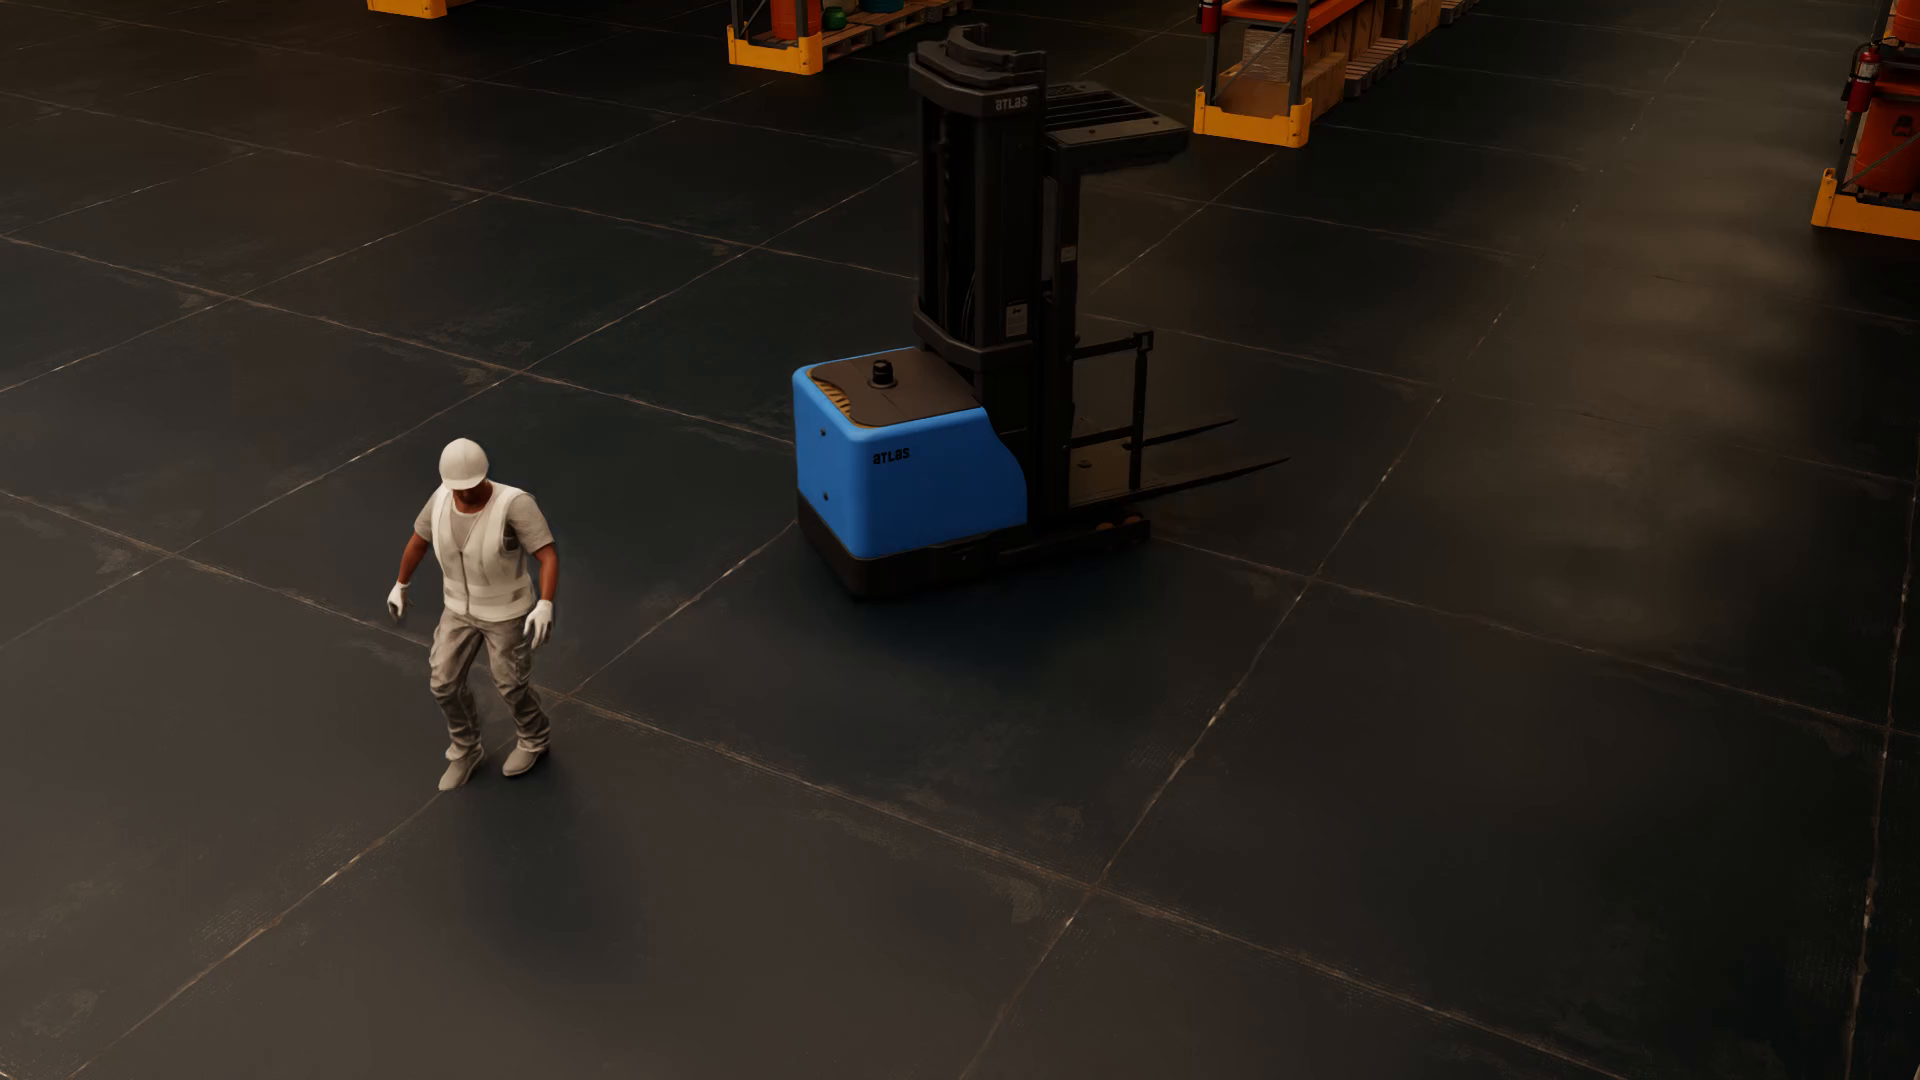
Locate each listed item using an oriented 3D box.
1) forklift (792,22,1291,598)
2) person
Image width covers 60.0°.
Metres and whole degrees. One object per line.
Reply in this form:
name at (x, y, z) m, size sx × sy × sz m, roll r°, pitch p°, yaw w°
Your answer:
forklift at (0.577, -1.430, 9.548) m, size 3.031 × 2.935 × 1.130 m, roll -13°, pitch 33°, yaw -22°
person at (-2.211, 0.369, 7.653) m, size 0.998 × 1.806 × 0.532 m, roll 11°, pitch 32°, yaw 18°
